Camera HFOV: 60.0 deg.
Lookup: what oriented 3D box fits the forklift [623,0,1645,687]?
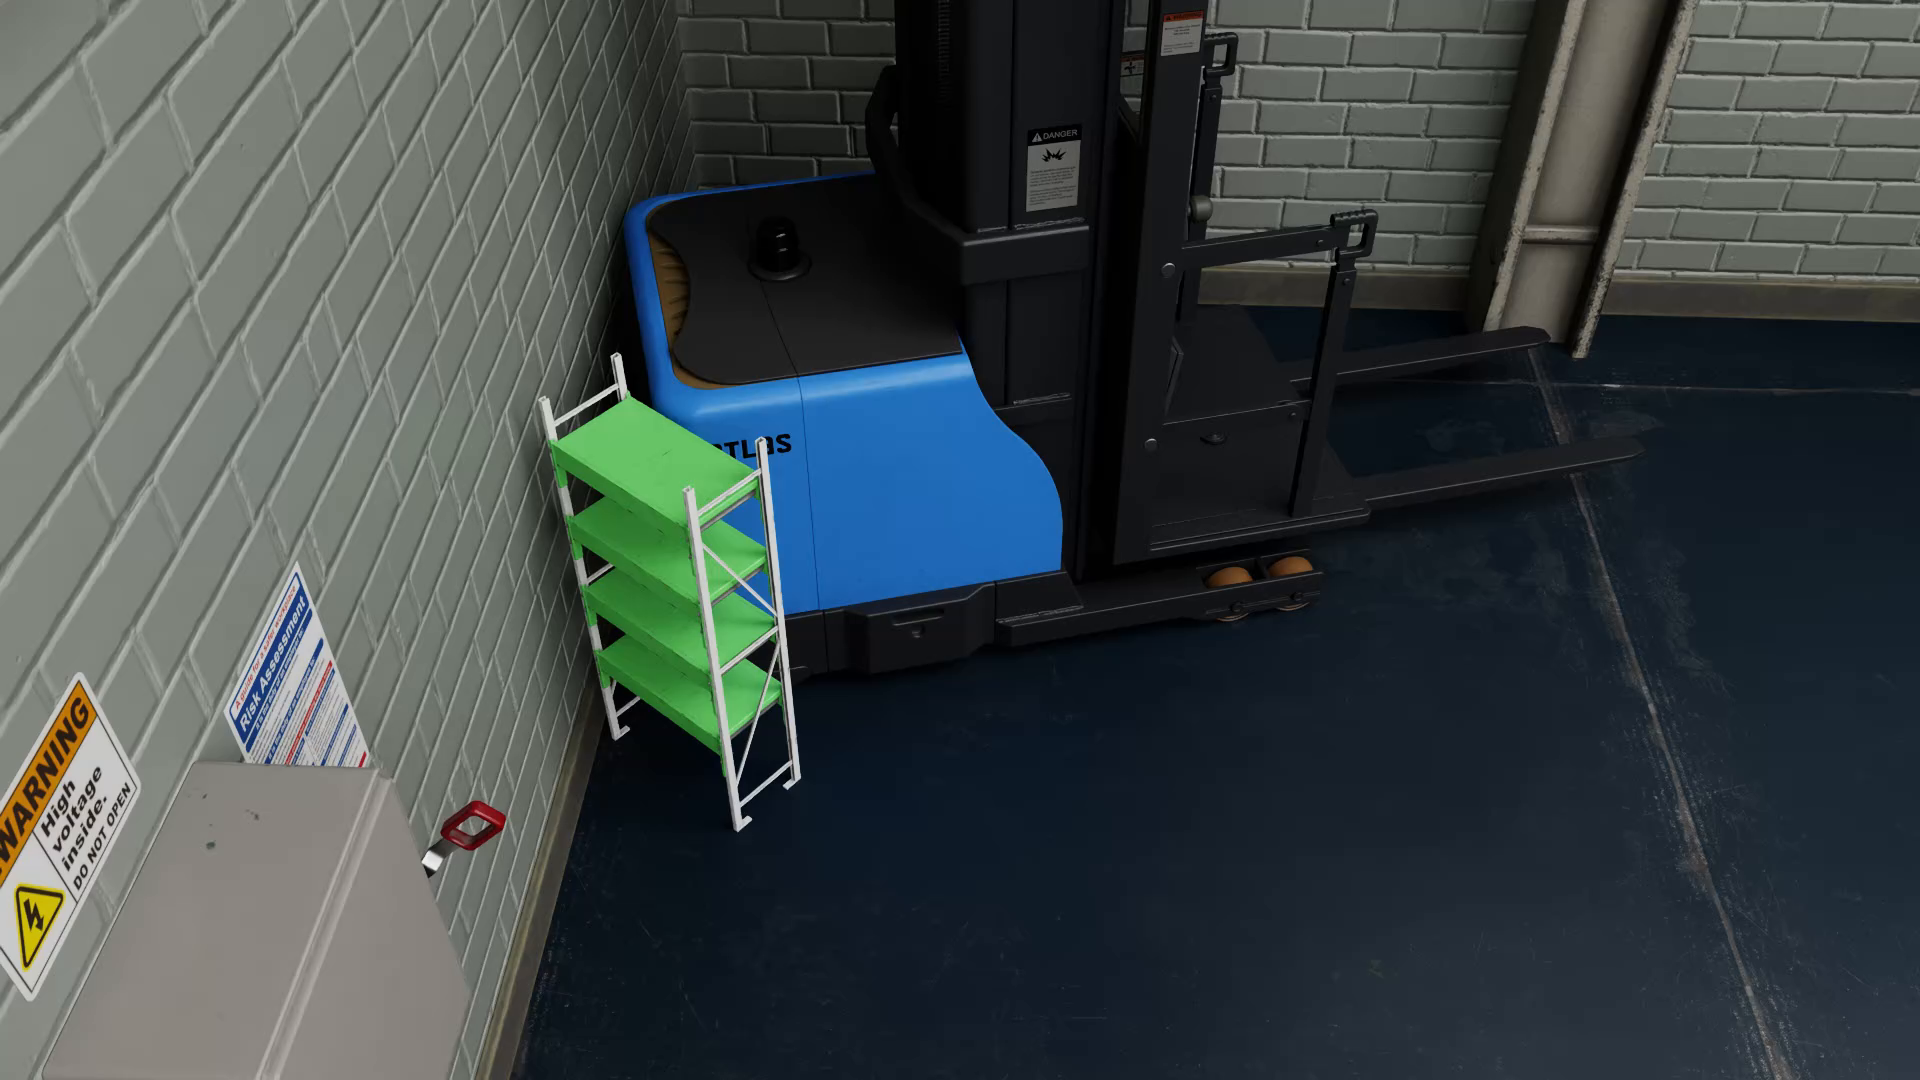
[{"bbox_3d":[0.606,-1.171,4.357,3.031,2.935,1.130,-9,44,-10],"label":"forklift"}]

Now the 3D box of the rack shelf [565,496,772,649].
[{"bbox_3d":[-0.705,0.035,4.074,0.480,0.148,0.258,30,51,28],"label":"rack shelf"}]

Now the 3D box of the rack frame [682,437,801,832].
[{"bbox_3d":[-0.519,0.272,4.078,0.015,1.200,0.240,30,51,28],"label":"rack frame"}]

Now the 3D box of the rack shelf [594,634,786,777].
[{"bbox_3d":[-0.705,0.387,4.401,0.480,0.148,0.258,30,51,28],"label":"rack shelf"}]

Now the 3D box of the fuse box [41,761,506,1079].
[{"bbox_3d":[-0.908,1.105,2.809,0.414,1.711,0.539,2,43,2],"label":"fuse box"}]

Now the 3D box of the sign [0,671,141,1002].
[{"bbox_3d":[-1.117,0.362,2.055,0.001,0.242,0.339,2,43,2],"label":"sign"}]

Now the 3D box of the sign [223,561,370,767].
[{"bbox_3d":[-1.093,0.325,2.770,0.001,0.494,0.329,2,43,2],"label":"sign"}]

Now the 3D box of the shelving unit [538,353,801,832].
[{"bbox_3d":[-0.705,0.164,4.194,0.503,1.200,0.258,30,51,28],"label":"shelving unit"}]

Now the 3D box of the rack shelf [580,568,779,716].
[{"bbox_3d":[-0.705,0.211,4.237,0.480,0.148,0.258,30,51,28],"label":"rack shelf"}]

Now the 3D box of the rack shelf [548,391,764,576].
[{"bbox_3d":[-0.705,-0.140,3.910,0.480,0.148,0.258,30,51,28],"label":"rack shelf"}]

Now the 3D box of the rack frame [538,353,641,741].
[{"bbox_3d":[-0.891,0.057,4.309,0.015,1.200,0.240,30,51,28],"label":"rack frame"}]
